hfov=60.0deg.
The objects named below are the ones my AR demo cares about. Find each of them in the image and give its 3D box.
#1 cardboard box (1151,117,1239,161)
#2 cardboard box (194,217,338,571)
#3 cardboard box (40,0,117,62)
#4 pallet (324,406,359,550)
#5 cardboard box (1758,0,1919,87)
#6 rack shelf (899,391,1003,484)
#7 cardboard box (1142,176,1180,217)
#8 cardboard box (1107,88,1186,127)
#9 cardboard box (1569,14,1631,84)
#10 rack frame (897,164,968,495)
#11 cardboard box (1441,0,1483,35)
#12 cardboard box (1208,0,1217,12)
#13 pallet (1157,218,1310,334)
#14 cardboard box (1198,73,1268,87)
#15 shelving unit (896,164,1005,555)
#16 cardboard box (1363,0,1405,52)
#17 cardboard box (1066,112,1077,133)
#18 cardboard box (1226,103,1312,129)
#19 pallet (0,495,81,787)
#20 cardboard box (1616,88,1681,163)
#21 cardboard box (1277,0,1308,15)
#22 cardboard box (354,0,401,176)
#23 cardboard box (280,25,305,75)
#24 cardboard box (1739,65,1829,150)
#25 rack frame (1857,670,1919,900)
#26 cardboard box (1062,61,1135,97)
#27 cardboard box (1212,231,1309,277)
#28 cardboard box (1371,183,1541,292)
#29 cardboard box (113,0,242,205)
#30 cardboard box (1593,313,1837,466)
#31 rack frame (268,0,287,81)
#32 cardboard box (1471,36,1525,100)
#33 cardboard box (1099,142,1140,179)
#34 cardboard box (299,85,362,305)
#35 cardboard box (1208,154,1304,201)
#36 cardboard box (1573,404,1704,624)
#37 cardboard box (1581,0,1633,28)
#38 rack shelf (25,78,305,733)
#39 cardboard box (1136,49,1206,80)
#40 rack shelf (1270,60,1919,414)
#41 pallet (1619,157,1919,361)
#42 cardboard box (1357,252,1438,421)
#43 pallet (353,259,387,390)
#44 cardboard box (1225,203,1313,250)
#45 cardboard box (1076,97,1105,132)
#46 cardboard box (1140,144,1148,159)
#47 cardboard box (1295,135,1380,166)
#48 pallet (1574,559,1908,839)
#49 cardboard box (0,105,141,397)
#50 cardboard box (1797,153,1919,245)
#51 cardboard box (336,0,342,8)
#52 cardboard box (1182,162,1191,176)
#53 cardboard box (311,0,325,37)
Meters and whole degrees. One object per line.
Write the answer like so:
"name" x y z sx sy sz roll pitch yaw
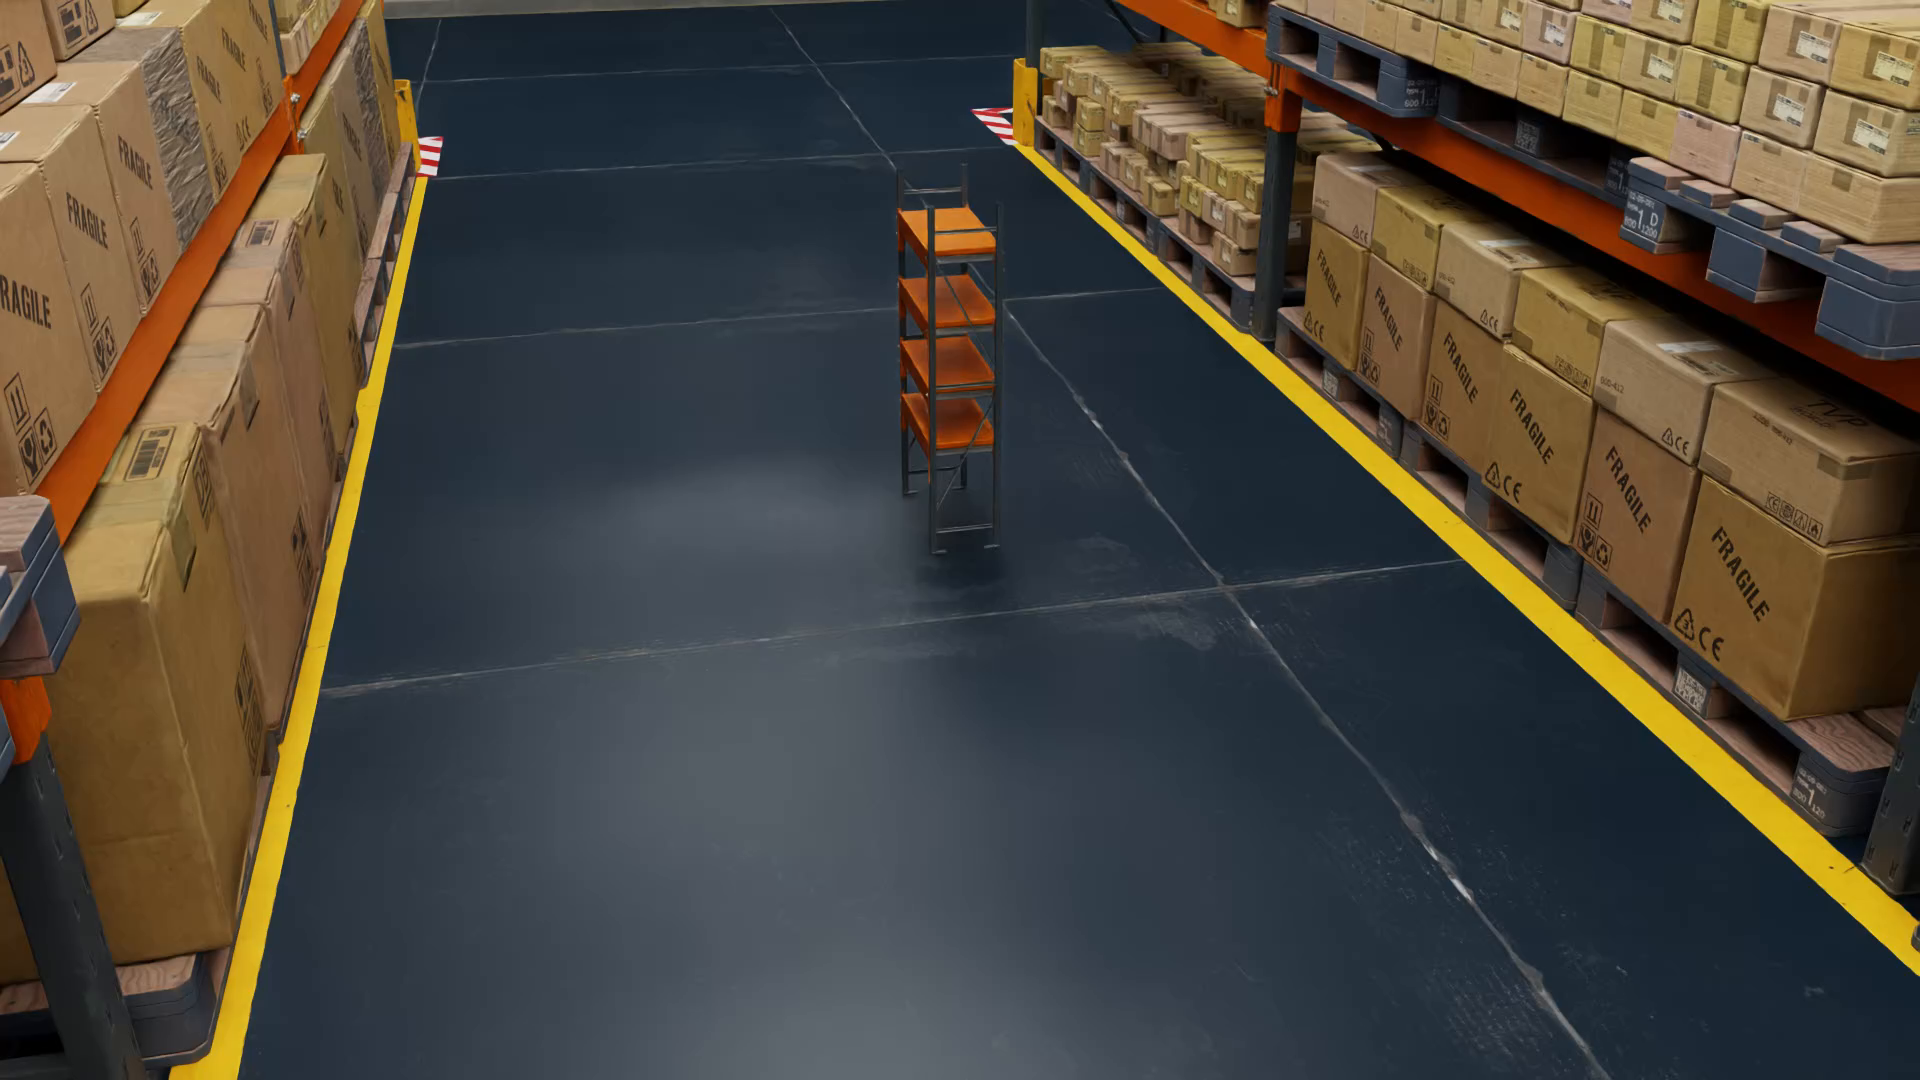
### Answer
"cardboard box" 1.203 -2.060 8.540 0.380 0.149 0.250 -7 28 -14
"cardboard box" -2.659 -0.411 5.127 1.225 0.875 0.875 -7 28 -13
"cardboard box" -2.574 -1.482 4.133 0.797 0.503 0.637 -5 27 -10
"pallet" -2.778 -0.267 6.044 1.003 0.211 1.213 -6 27 -12
"cardboard box" 2.120 -1.166 3.884 0.380 0.149 0.250 -6 27 -12
"rack shelf" -0.037 -0.371 5.743 0.258 0.148 0.480 -6 27 -12
"cardboard box" 1.176 -1.809 8.703 0.380 0.149 0.250 -6 27 -12
"cardboard box" 1.032 -2.398 9.210 0.380 0.149 0.250 -6 27 -11
"cardboard box" 1.943 -1.376 4.631 0.380 0.149 0.250 -6 27 -12
"rack frame" -0.092 -0.715 5.836 0.240 1.200 0.015 -6 27 -12
"cardboard box" 1.771 -1.715 5.302 0.380 0.149 0.250 -6 27 -12
"cardboard box" 1.371 -2.517 7.687 0.380 0.149 0.250 -5 27 -10
"pallet" 1.644 -1.348 8.187 1.003 0.211 1.213 -6 27 -12
"cardboard box" 1.589 -2.582 9.575 0.380 0.149 0.250 -5 27 -10
"shelving unit" -0.037 -0.608 5.624 0.258 1.200 0.503 -6 27 -12
"cardboard box" 1.647 -1.816 5.832 0.380 0.149 0.250 -6 27 -11
"cardboard box" 0.874 -2.604 10.278 0.380 0.149 0.250 -6 27 -12
"cardboard box" 1.644 -2.231 8.879 0.380 0.149 0.250 -7 28 -14
"pallet" -1.859 0.301 2.038 1.213 0.211 1.003 -6 27 -12
"cardboard box" 2.007 -1.123 4.459 0.380 0.149 0.250 -6 27 -12
"cardboard box" 1.471 -2.158 6.509 0.380 0.149 0.250 -7 28 -14
"cardboard box" -3.704 -2.565 9.395 0.875 0.875 0.875 -6 27 -12
"cardboard box" -2.768 -1.894 6.453 0.380 0.149 0.250 -6 27 -11
"cardboard box" 2.115 -1.042 3.968 0.380 0.149 0.250 -5 27 -10
"rack frame" 2.731 -0.546 3.503 1.000 3.000 0.127 -6 27 -12
"cardboard box" 0.827 -2.742 9.890 0.380 0.149 0.250 -6 27 -12
"cardboard box" 1.410 -1.354 7.802 0.380 0.149 0.250 -6 27 -11
"cardboard box" 1.862 -1.124 6.123 0.500 0.250 0.500 -5 27 -10
"cardboard box" -2.424 -1.263 4.813 0.500 0.500 0.500 -6 27 -12
"cardboard box" 2.197 -0.447 4.782 0.500 0.250 0.500 -6 27 -11
"rack frame" -3.025 -1.843 6.072 1.000 3.000 0.127 -6 27 -12
"cardboard box" 1.824 -1.474 5.154 0.380 0.149 0.250 -7 28 -14
"cardboard box" 1.009 -2.152 9.382 0.380 0.149 0.250 -7 28 -14
"cardboard box" -3.096 -1.380 7.046 0.875 0.875 0.875 -6 27 -12
"cardboard box" 1.400 -1.720 7.867 0.380 0.149 0.250 -6 27 -11
"cardboard box" 2.215 -0.108 4.944 0.500 0.500 0.500 -5 27 -10
"cardboard box" 1.949 -1.504 4.554 0.380 0.149 0.250 -6 27 -12
"rack shelf" -2.574 -0.644 4.495 1.077 0.370 4.000 -6 27 -12
"cardboard box" 1.295 -2.916 10.235 0.380 0.149 0.250 -5 27 -11
"rack shelf" 2.281 -1.103 5.405 1.077 0.370 4.000 -6 27 -12
"pallet" 2.467 -0.762 4.145 1.213 0.211 1.003 -6 27 -12
"cardboard box" 1.859 -0.790 6.295 0.500 0.500 0.500 -5 27 -9
"pallet" -3.120 -0.940 7.378 1.003 0.211 1.213 -6 27 -12
"cardboard box" 1.449 -1.456 7.673 0.380 0.149 0.250 -5 27 -11
"cardboard box" 0.897 -2.502 9.745 0.380 0.149 0.250 -5 27 -10
"cardboard box" 1.202 -2.160 9.069 0.380 0.149 0.250 -5 27 -9
"cardboard box" 1.845 -1.888 8.199 0.380 0.149 0.250 -6 27 -12
"pallet" 2.557 0.356 4.811 1.003 0.211 1.213 -6 27 -12
"cardboard box" -2.087 -0.599 3.496 0.500 0.500 0.500 -7 28 -13
"cardboard box" 2.173 -0.791 3.802 0.380 0.149 0.250 -5 27 -11
"cardboard box" -3.121 -2.578 7.808 0.380 0.149 0.250 -7 28 -13
"cardboard box" 1.338 -1.809 8.373 0.380 0.149 0.250 -6 27 -11
"cardboard box" -2.948 -2.240 7.139 0.380 0.149 0.250 -7 28 -13
